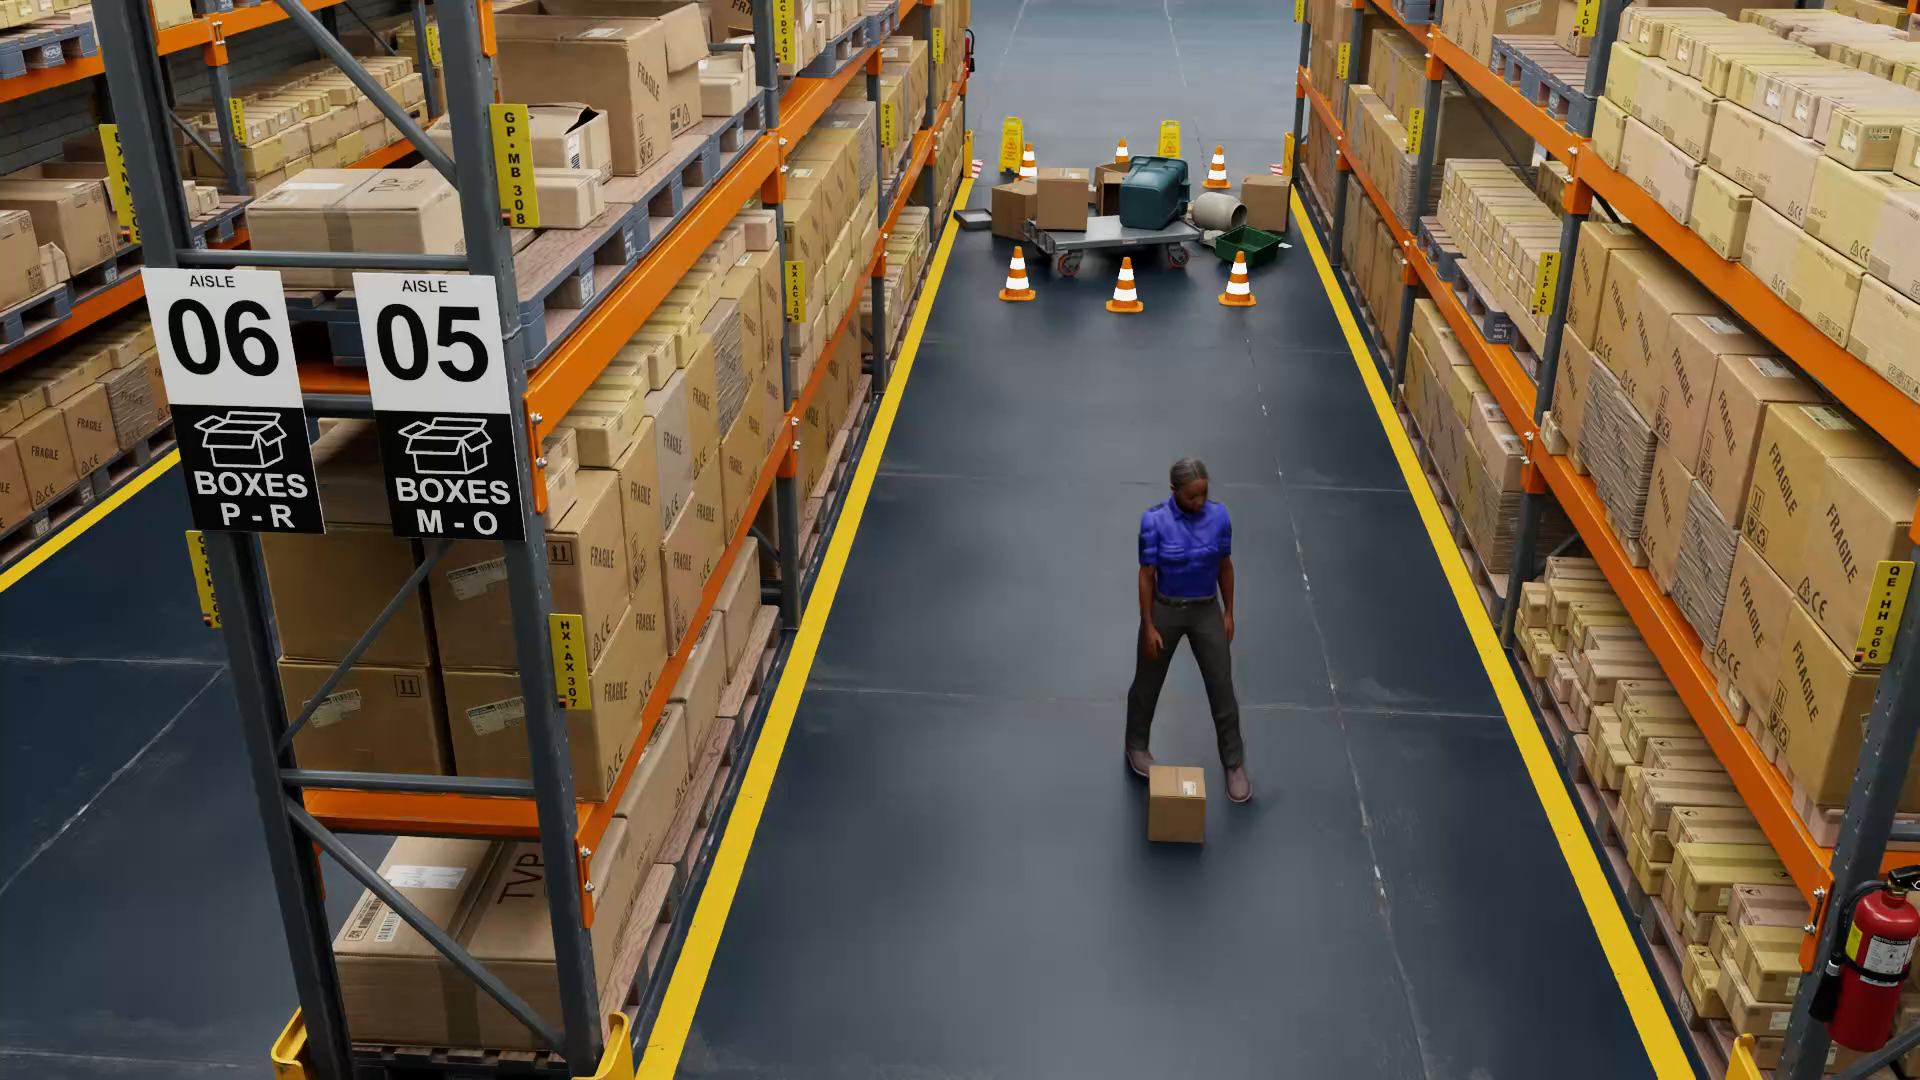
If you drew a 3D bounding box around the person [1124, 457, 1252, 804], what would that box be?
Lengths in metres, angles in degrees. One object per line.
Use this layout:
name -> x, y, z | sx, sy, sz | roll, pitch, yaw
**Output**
person -> 1.103, 0.403, 7.741 | 0.550, 1.666, 0.524 | -3, 25, -6
